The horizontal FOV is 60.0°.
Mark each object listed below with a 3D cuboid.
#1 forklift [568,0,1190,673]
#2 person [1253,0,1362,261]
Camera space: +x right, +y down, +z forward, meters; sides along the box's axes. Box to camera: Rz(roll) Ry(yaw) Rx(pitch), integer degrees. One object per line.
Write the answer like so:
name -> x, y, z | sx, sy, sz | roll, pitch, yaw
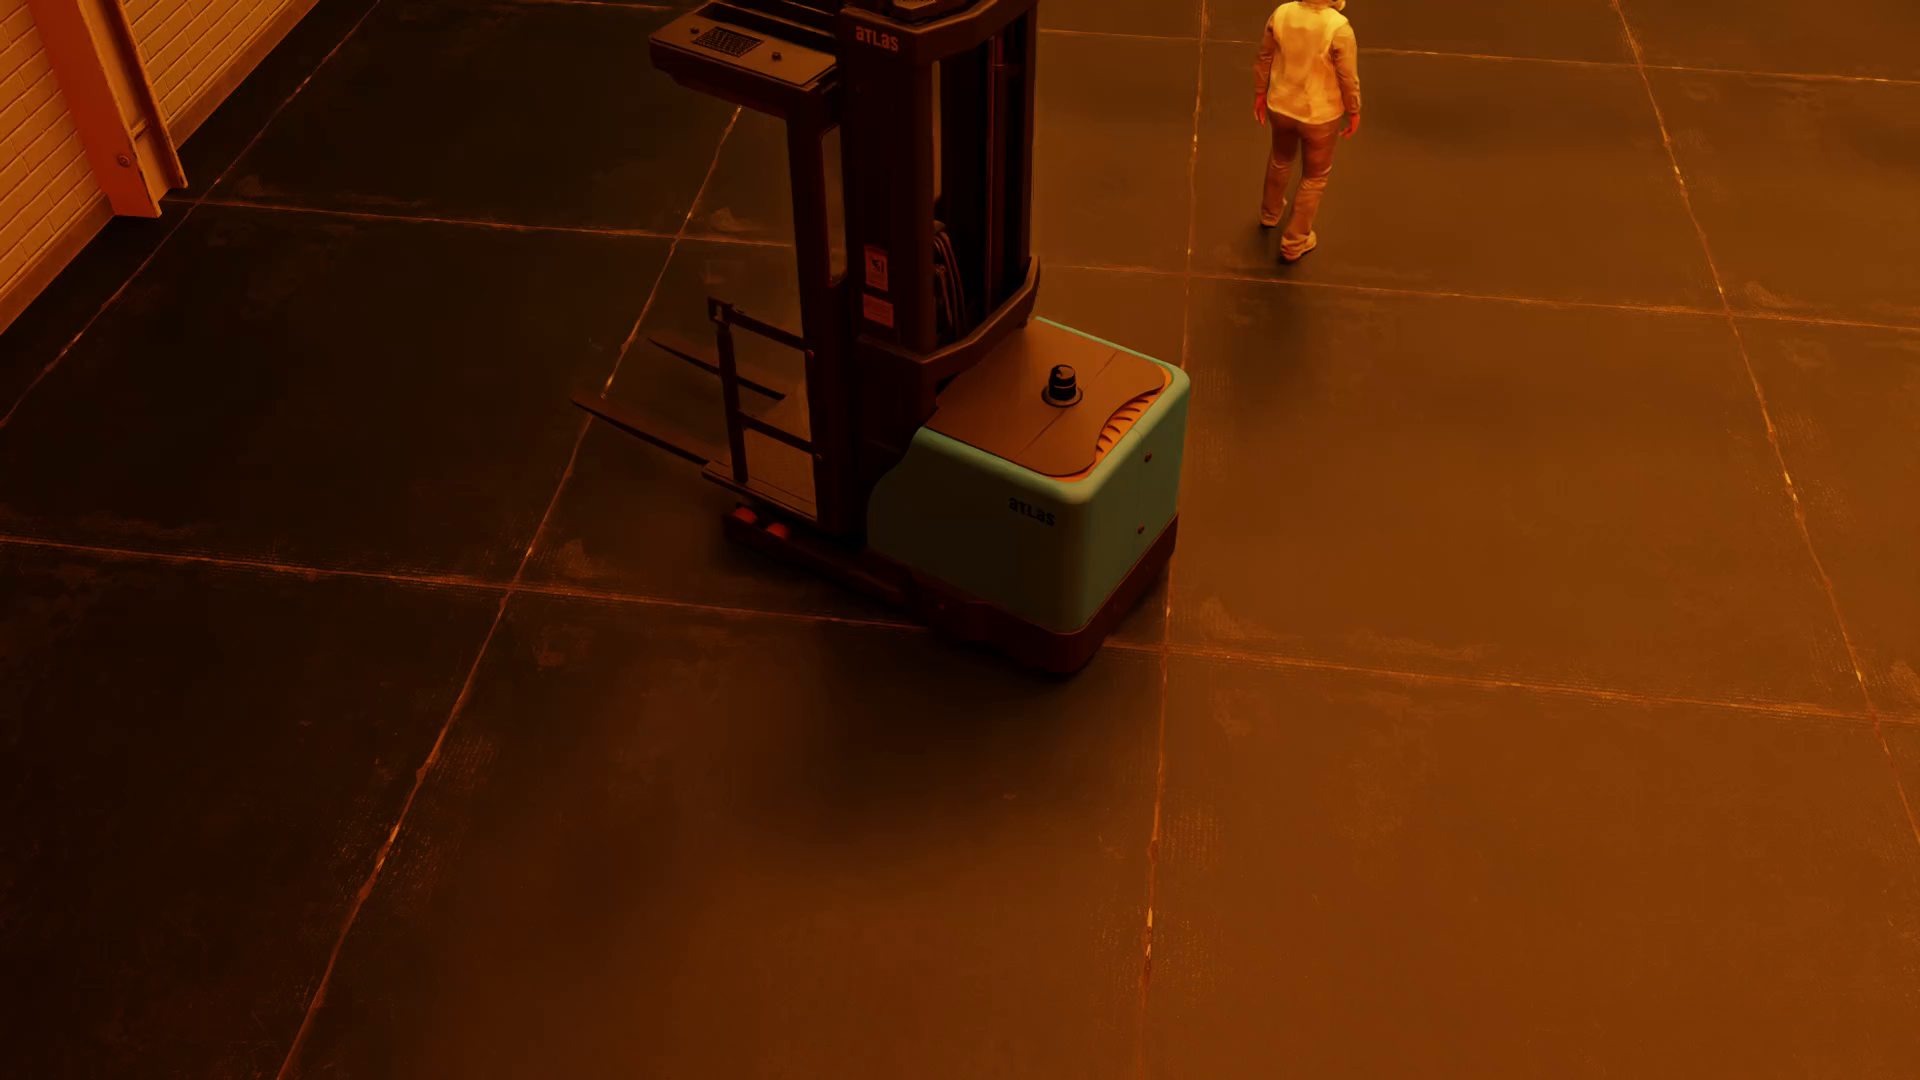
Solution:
forklift -> -0.518, -1.274, 7.112 | 3.031, 2.935, 1.130 | 23, 47, 23
person -> 1.960, -2.431, 9.266 | 0.615, 1.806, 0.527 | 29, 50, 27
